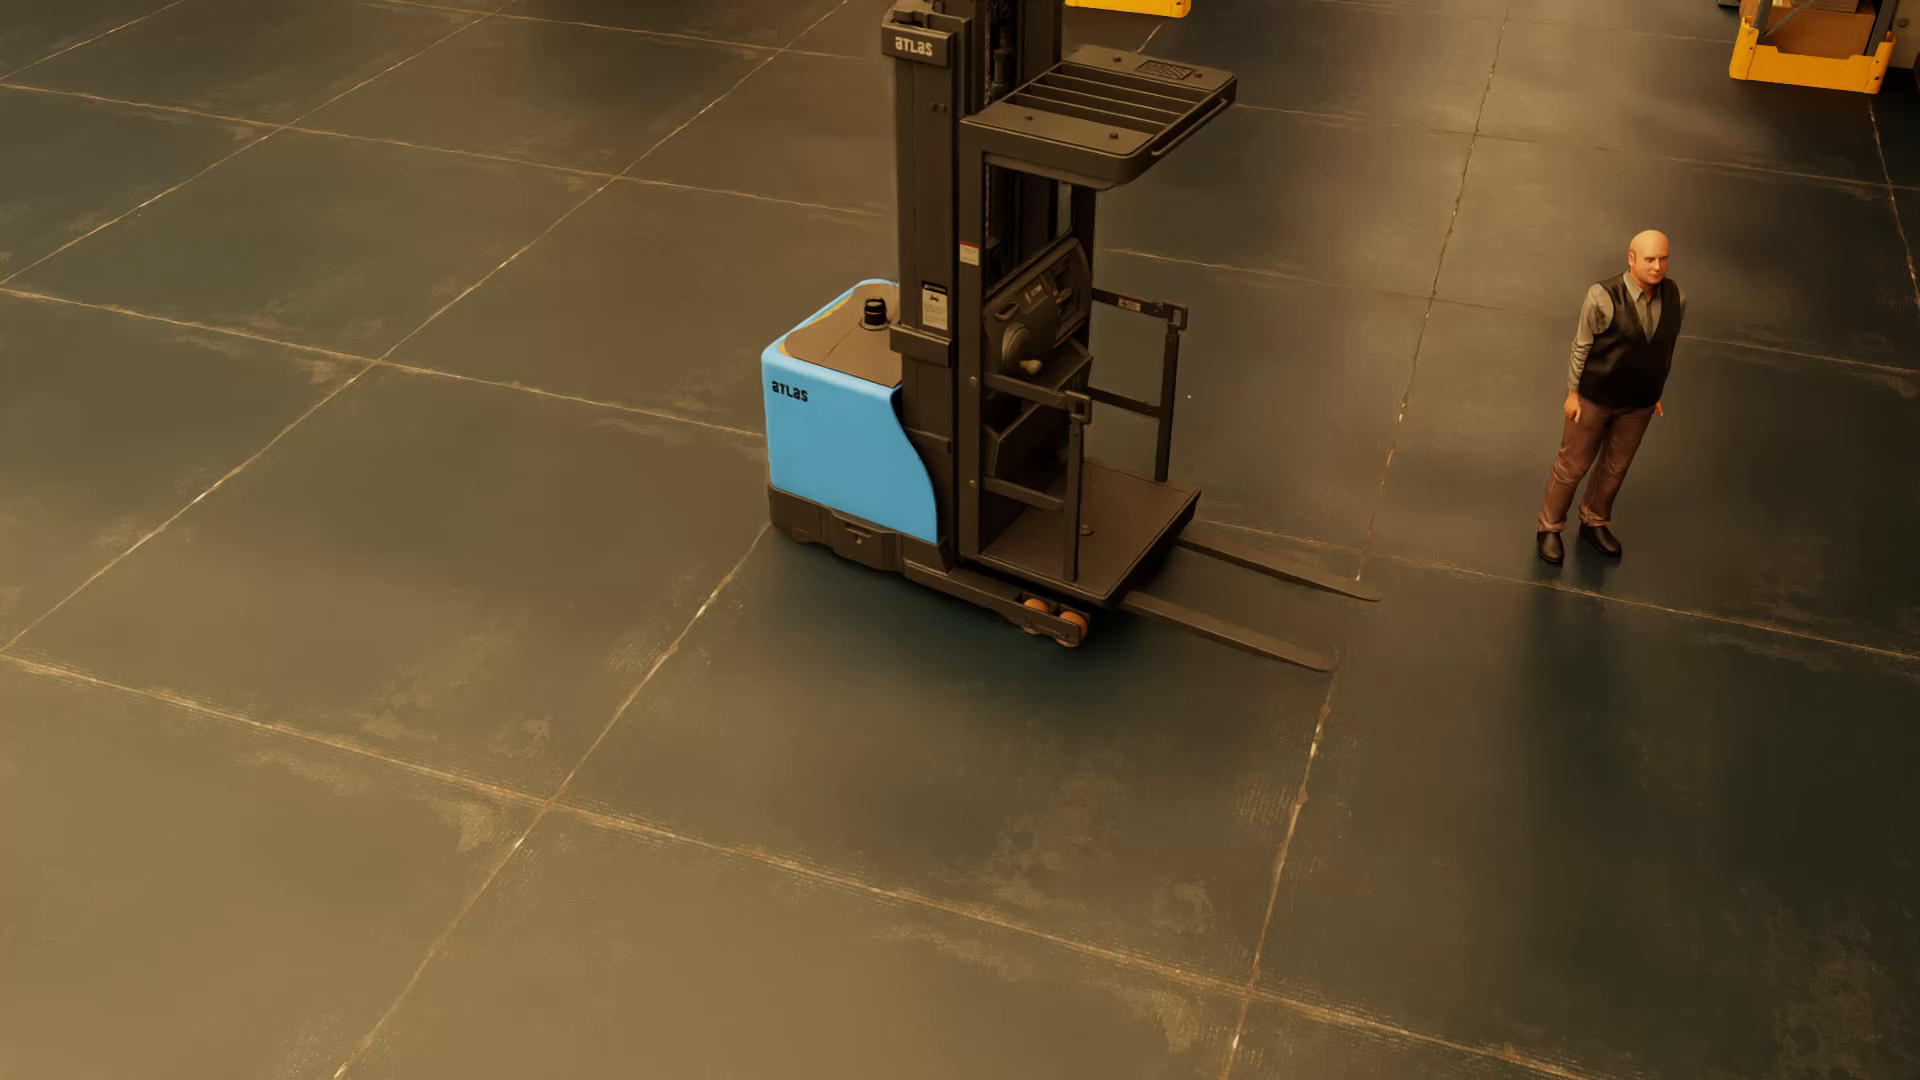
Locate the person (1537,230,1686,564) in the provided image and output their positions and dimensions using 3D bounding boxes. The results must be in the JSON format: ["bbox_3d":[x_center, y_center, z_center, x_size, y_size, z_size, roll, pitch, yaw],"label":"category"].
[{"bbox_3d":[3.211,-0.692,8.134,0.525,1.724,0.375,-5,36,-8],"label":"person"}]

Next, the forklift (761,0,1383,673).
[{"bbox_3d":[0.538,-1.039,7.576,3.031,2.935,1.130,19,40,25],"label":"forklift"}]
